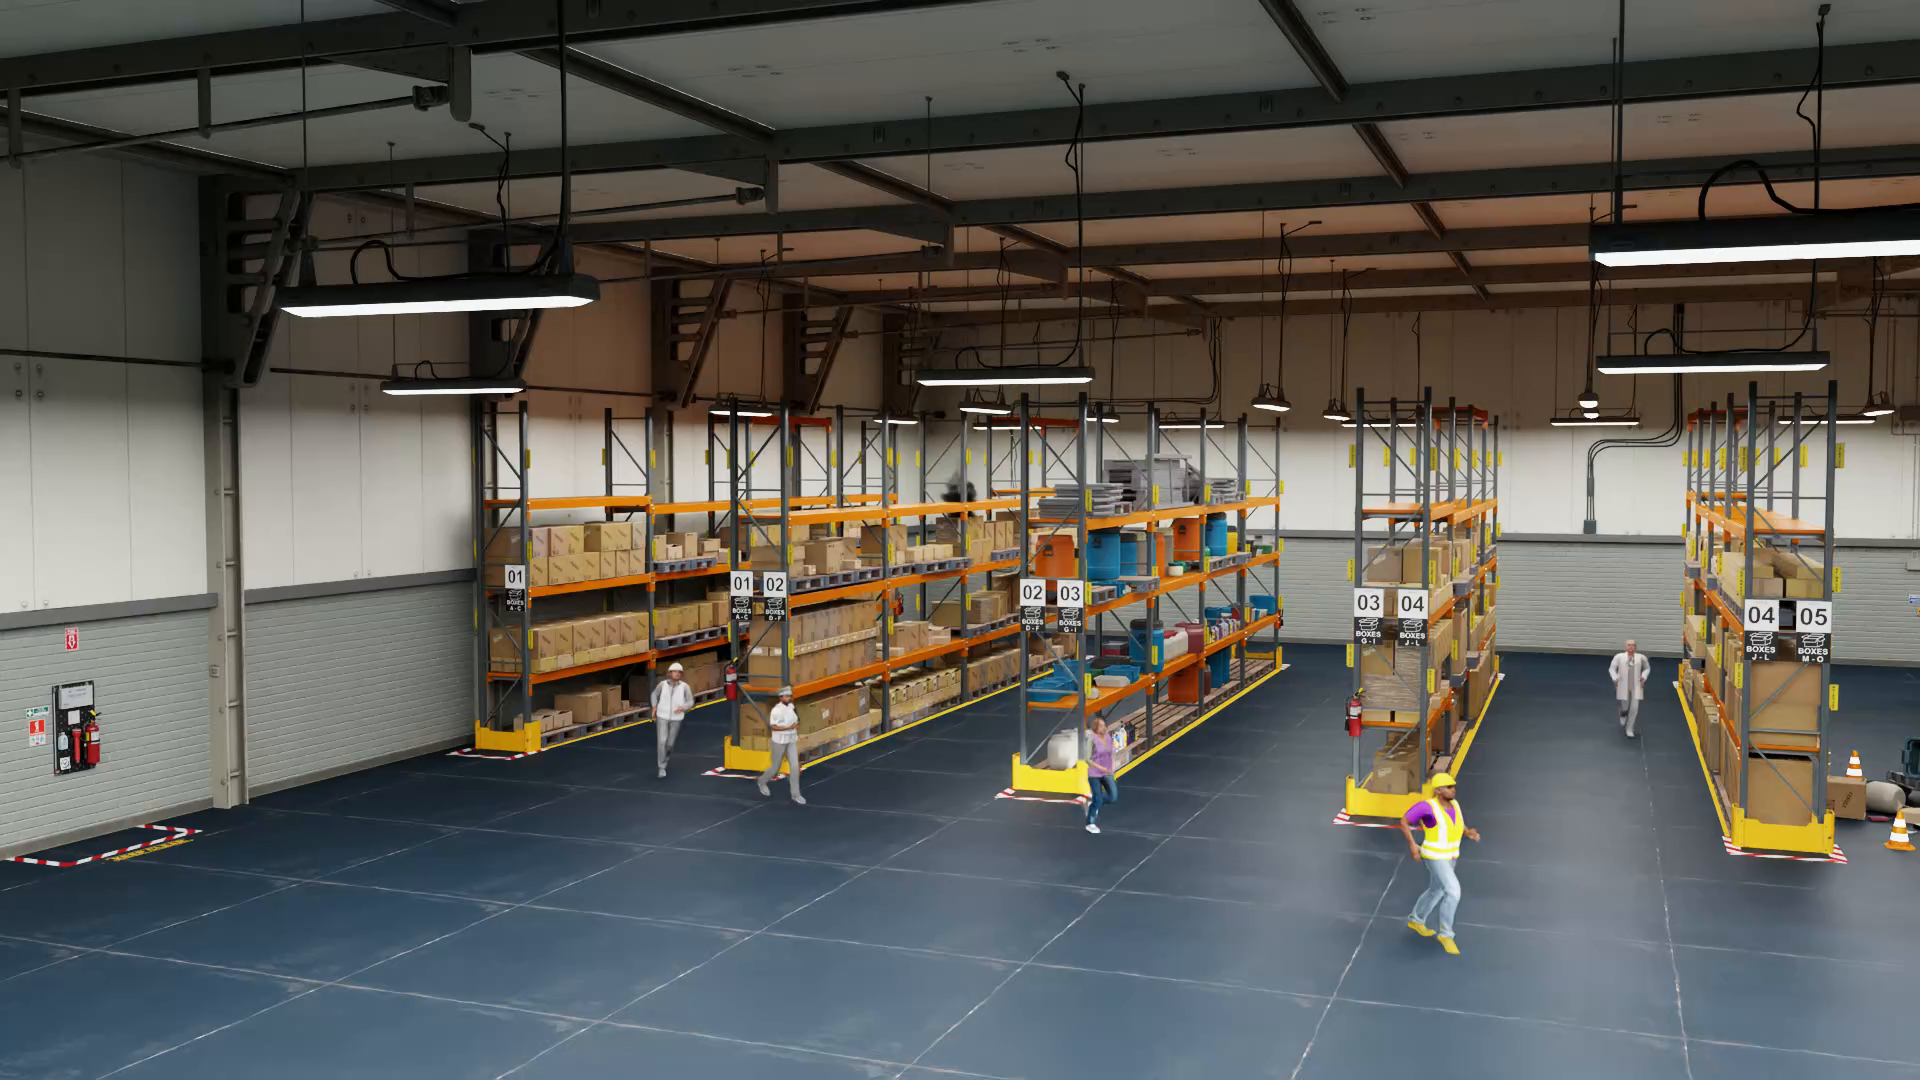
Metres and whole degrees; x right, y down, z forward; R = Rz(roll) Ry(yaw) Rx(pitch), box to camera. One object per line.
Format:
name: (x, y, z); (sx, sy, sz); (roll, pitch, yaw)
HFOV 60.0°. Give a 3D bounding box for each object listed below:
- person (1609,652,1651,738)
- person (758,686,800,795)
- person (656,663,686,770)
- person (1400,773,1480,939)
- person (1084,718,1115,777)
person: (12.155, 2.775, 30.167); (0.711, 1.537, 0.756); (1, 3, 16)
person: (-2.591, 2.908, 24.229); (0.828, 1.600, 0.573); (3, 4, 42)
person: (-4.608, 2.790, 26.560); (0.489, 1.674, 0.678); (-1, 3, -12)
person: (4.948, 3.214, 17.105); (0.678, 1.660, 0.775); (-3, 4, -42)
person: (1.926, 2.762, 22.153); (0.577, 0.786, 0.515); (-2, 3, -32)
